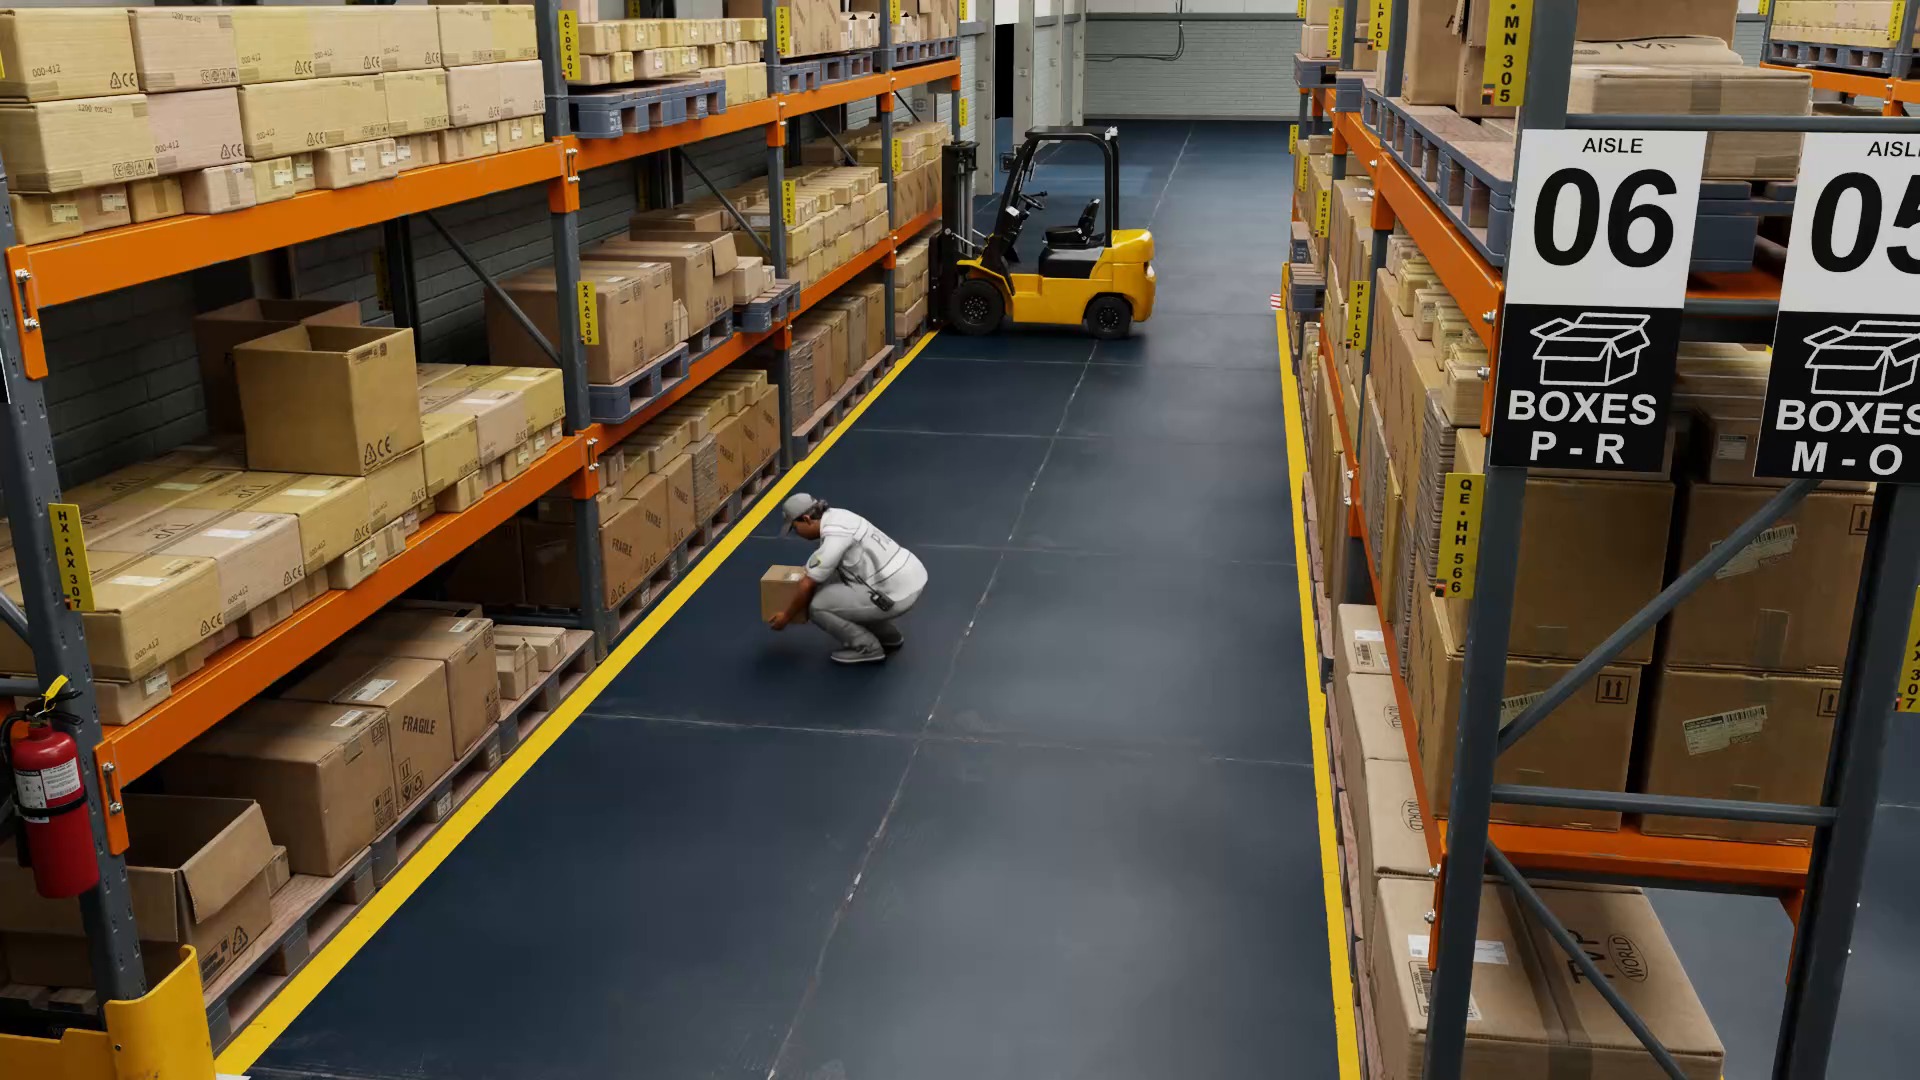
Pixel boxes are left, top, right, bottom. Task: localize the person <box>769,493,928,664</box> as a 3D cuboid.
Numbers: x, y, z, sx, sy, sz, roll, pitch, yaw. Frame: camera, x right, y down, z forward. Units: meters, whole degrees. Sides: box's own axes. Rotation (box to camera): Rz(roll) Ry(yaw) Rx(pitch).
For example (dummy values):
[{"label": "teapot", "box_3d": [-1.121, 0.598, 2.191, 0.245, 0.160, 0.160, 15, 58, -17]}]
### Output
[{"label": "person", "box_3d": [-0.611, 0.190, 9.168, 0.845, 0.937, 0.518, 3, 18, 9]}]
